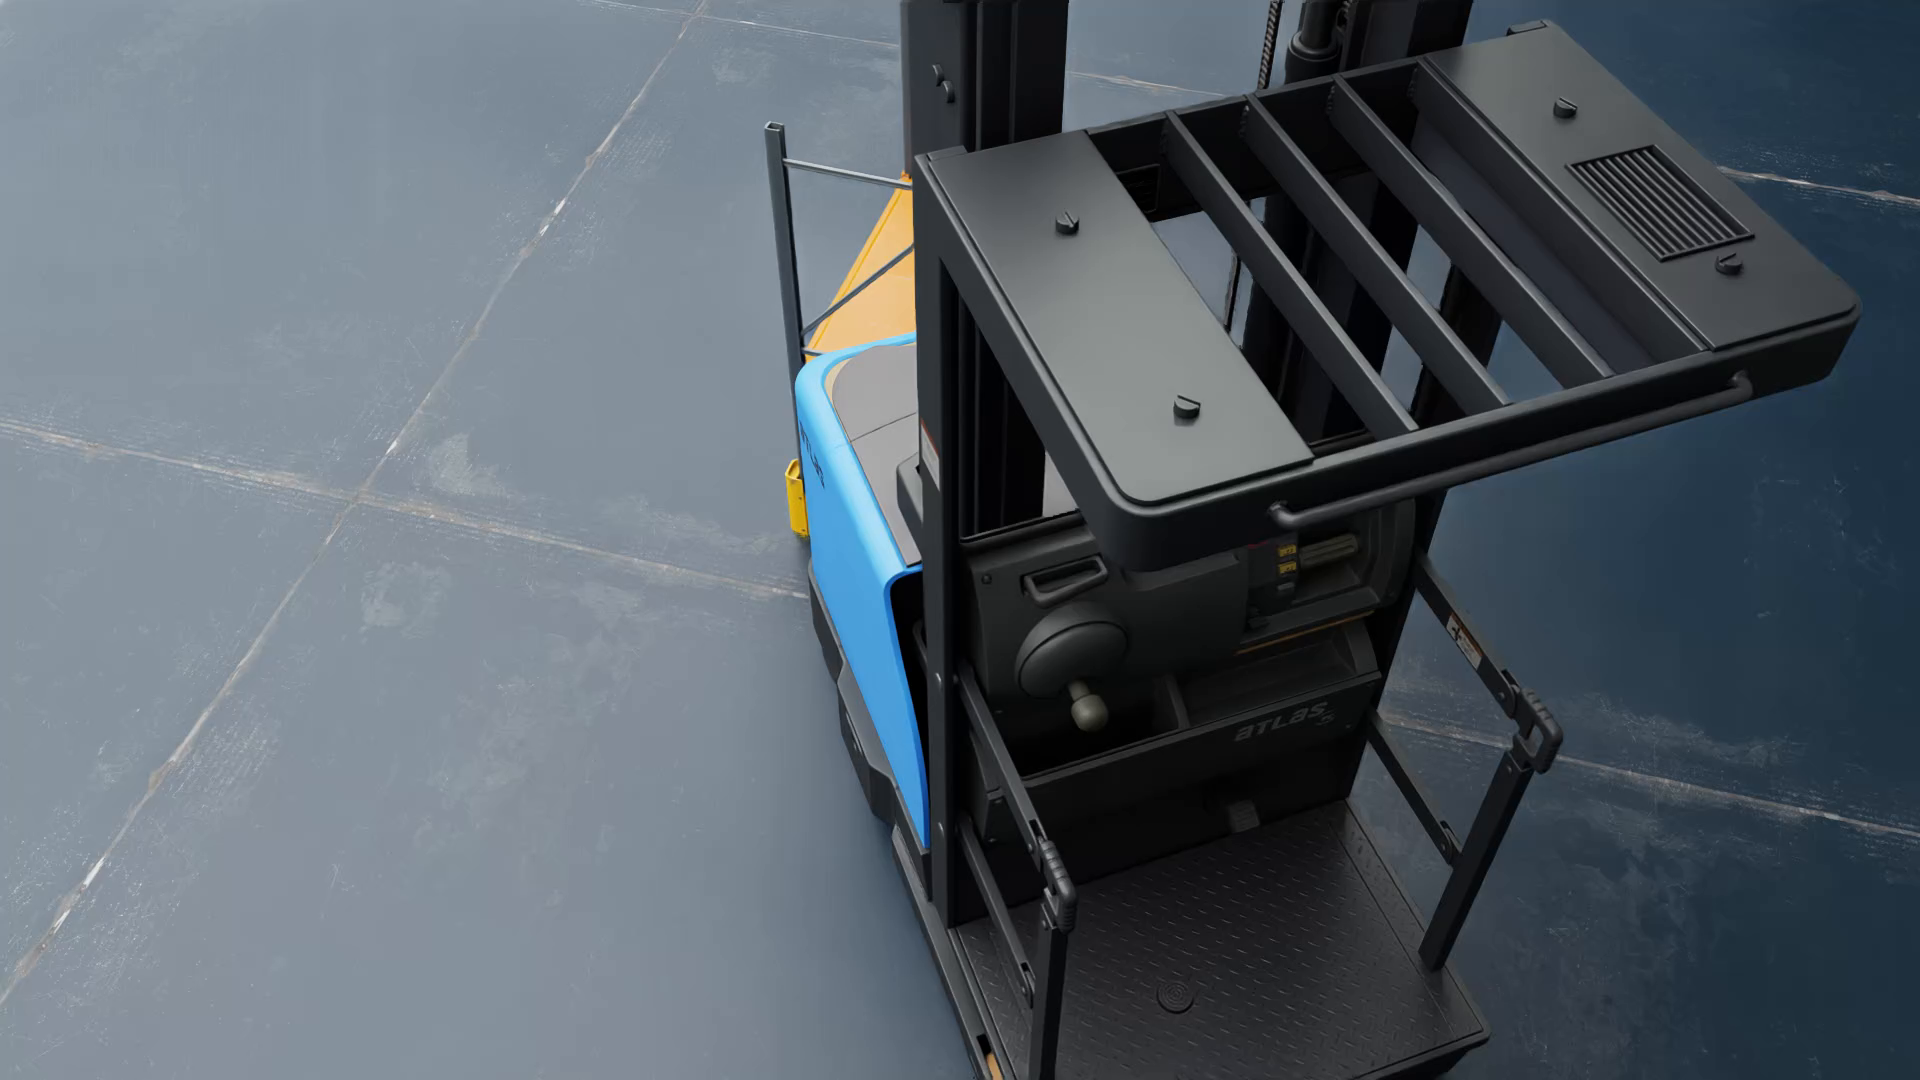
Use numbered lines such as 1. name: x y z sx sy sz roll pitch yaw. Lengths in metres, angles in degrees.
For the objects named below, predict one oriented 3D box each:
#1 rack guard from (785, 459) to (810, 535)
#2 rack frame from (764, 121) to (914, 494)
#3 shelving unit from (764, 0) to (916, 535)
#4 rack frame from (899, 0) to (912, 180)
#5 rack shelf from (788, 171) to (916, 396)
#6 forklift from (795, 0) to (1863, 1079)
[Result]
1. rack guard: -0.248 -0.075 5.150 0.587 0.250 0.087 13 50 12
2. rack frame: -0.248 -0.488 4.680 0.500 1.500 0.032 13 50 12
3. shelving unit: -0.096 -0.845 4.995 0.587 1.500 1.083 13 50 12
4. rack frame: 0.061 -1.214 5.321 0.500 1.500 0.032 13 50 12
5. rack shelf: -0.094 -0.732 5.136 0.538 0.185 1.000 13 50 12
6. forklift: 0.546 0.195 3.123 1.130 2.935 3.031 -15 50 -13
